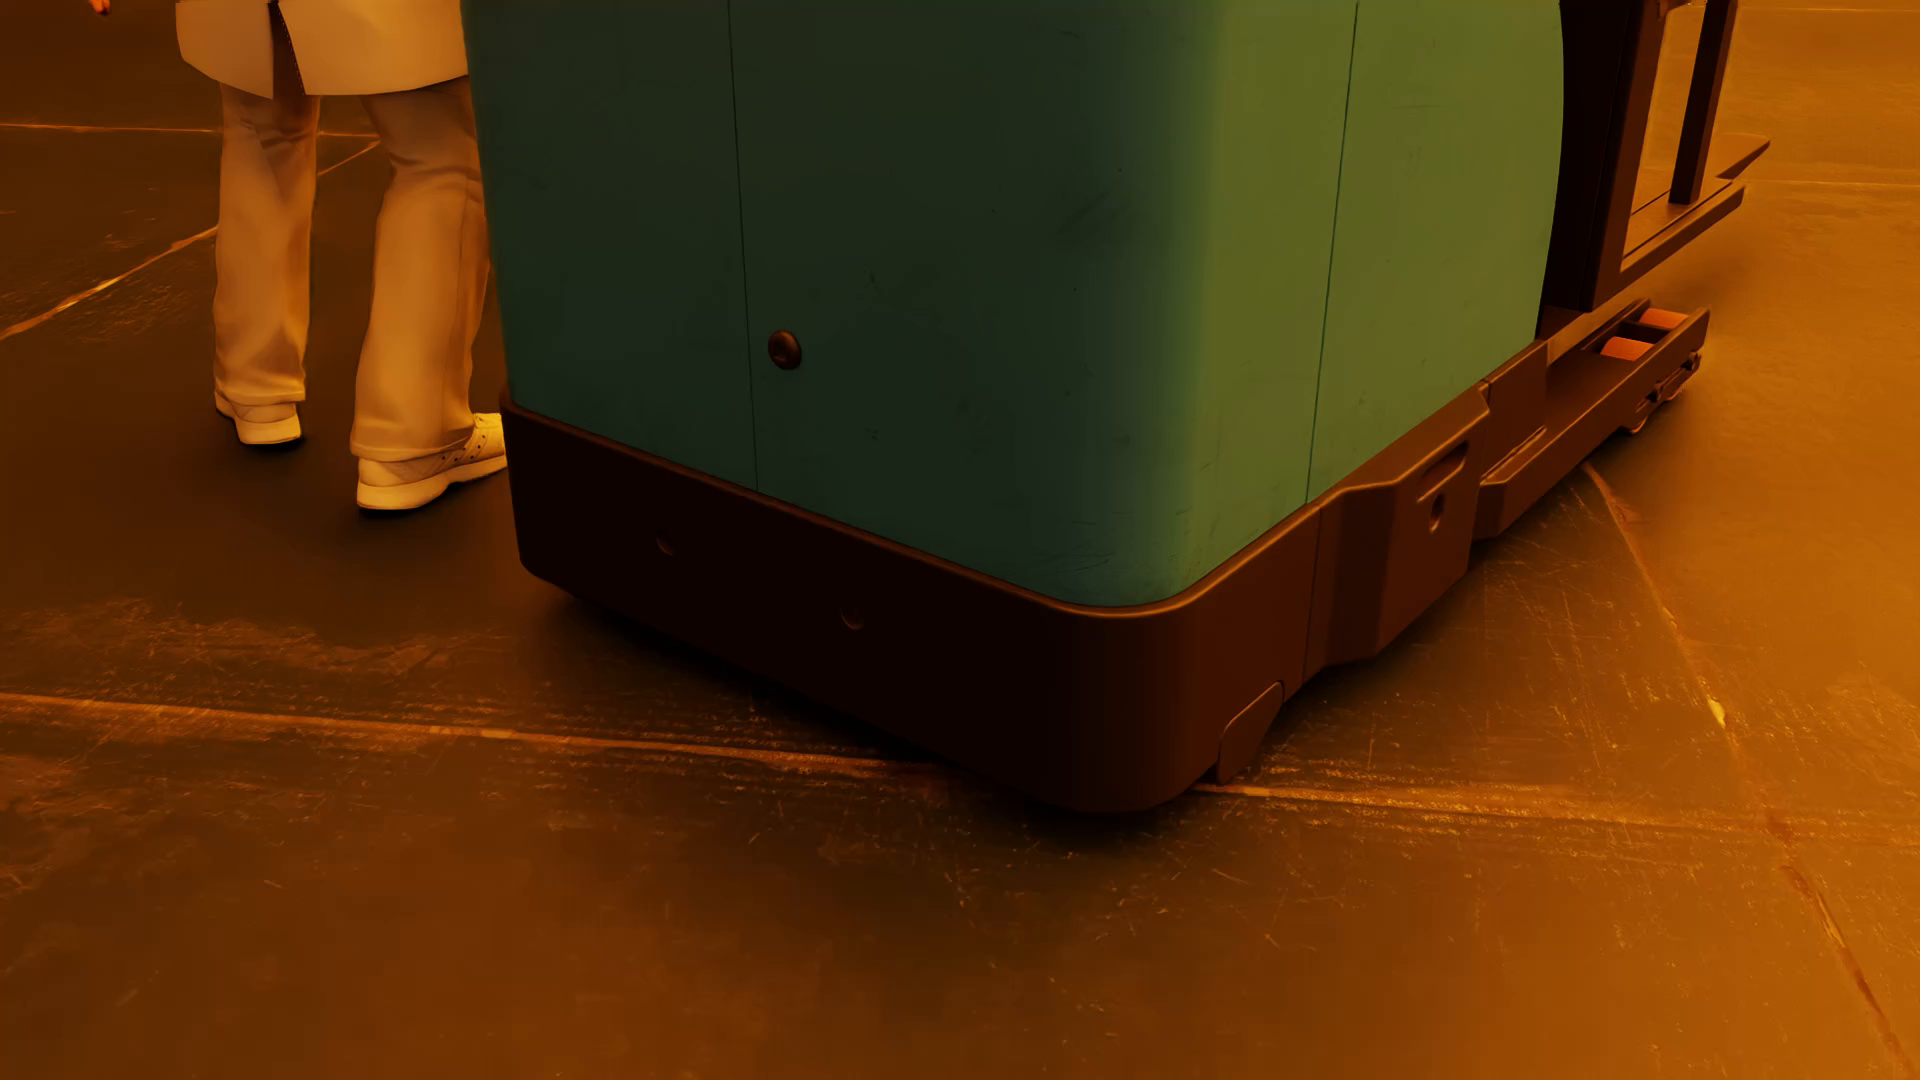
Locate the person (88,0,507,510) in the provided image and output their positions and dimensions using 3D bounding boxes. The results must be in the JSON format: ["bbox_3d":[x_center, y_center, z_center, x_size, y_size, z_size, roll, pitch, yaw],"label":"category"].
[{"bbox_3d":[-0.958,-0.916,2.401,0.910,1.749,0.451,8,28,16],"label":"person"}]

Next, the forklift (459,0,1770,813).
[{"bbox_3d":[0.693,-1.615,2.453,1.130,2.935,3.031,19,32,33],"label":"forklift"}]
